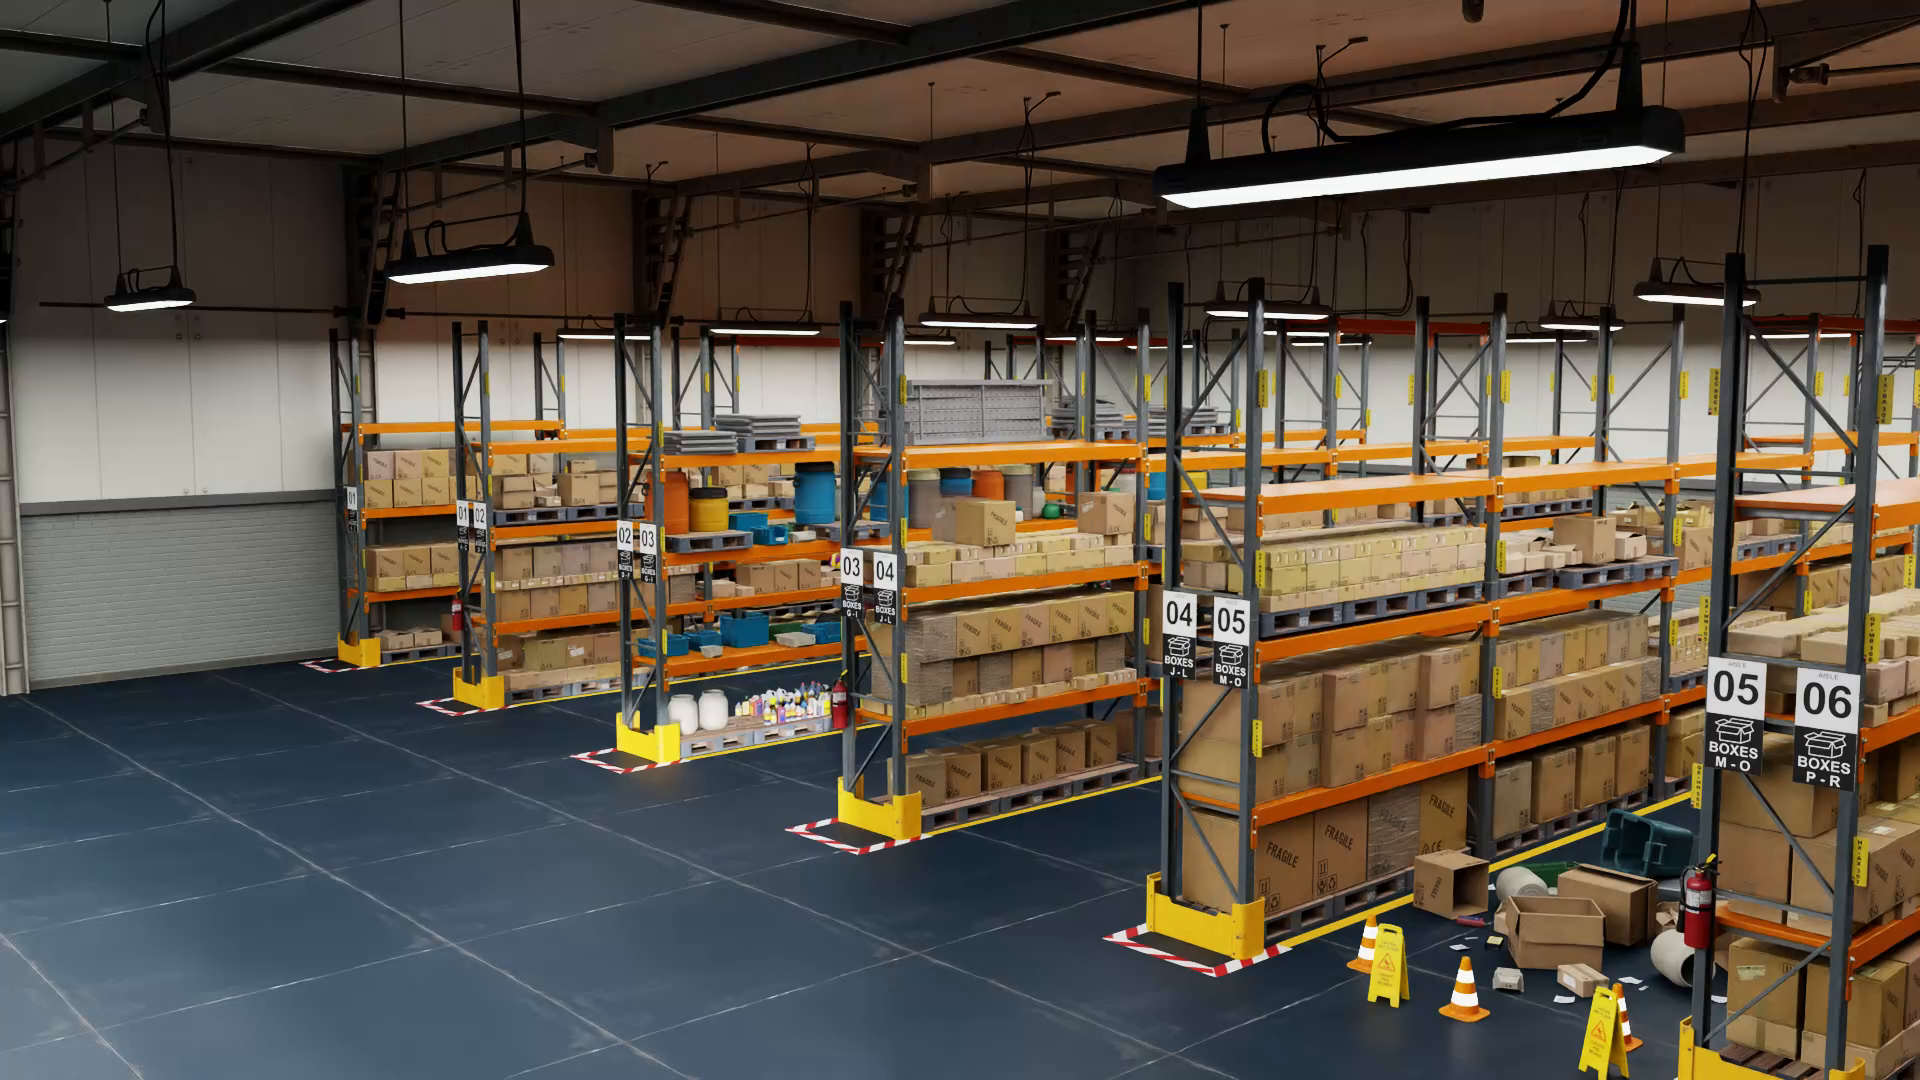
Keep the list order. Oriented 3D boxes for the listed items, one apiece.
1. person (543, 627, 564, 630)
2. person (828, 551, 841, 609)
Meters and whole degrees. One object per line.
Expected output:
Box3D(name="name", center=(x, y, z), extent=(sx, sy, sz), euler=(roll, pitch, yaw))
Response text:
Box3D(name="person", center=(-7.264, 1.394, 29.922), extent=(0.469, 1.489, 0.980), euler=(2, 6, 23))
Box3D(name="person", center=(-2.521, 0.863, 34.722), extent=(0.530, 1.728, 1.036), euler=(4, 7, 38))
